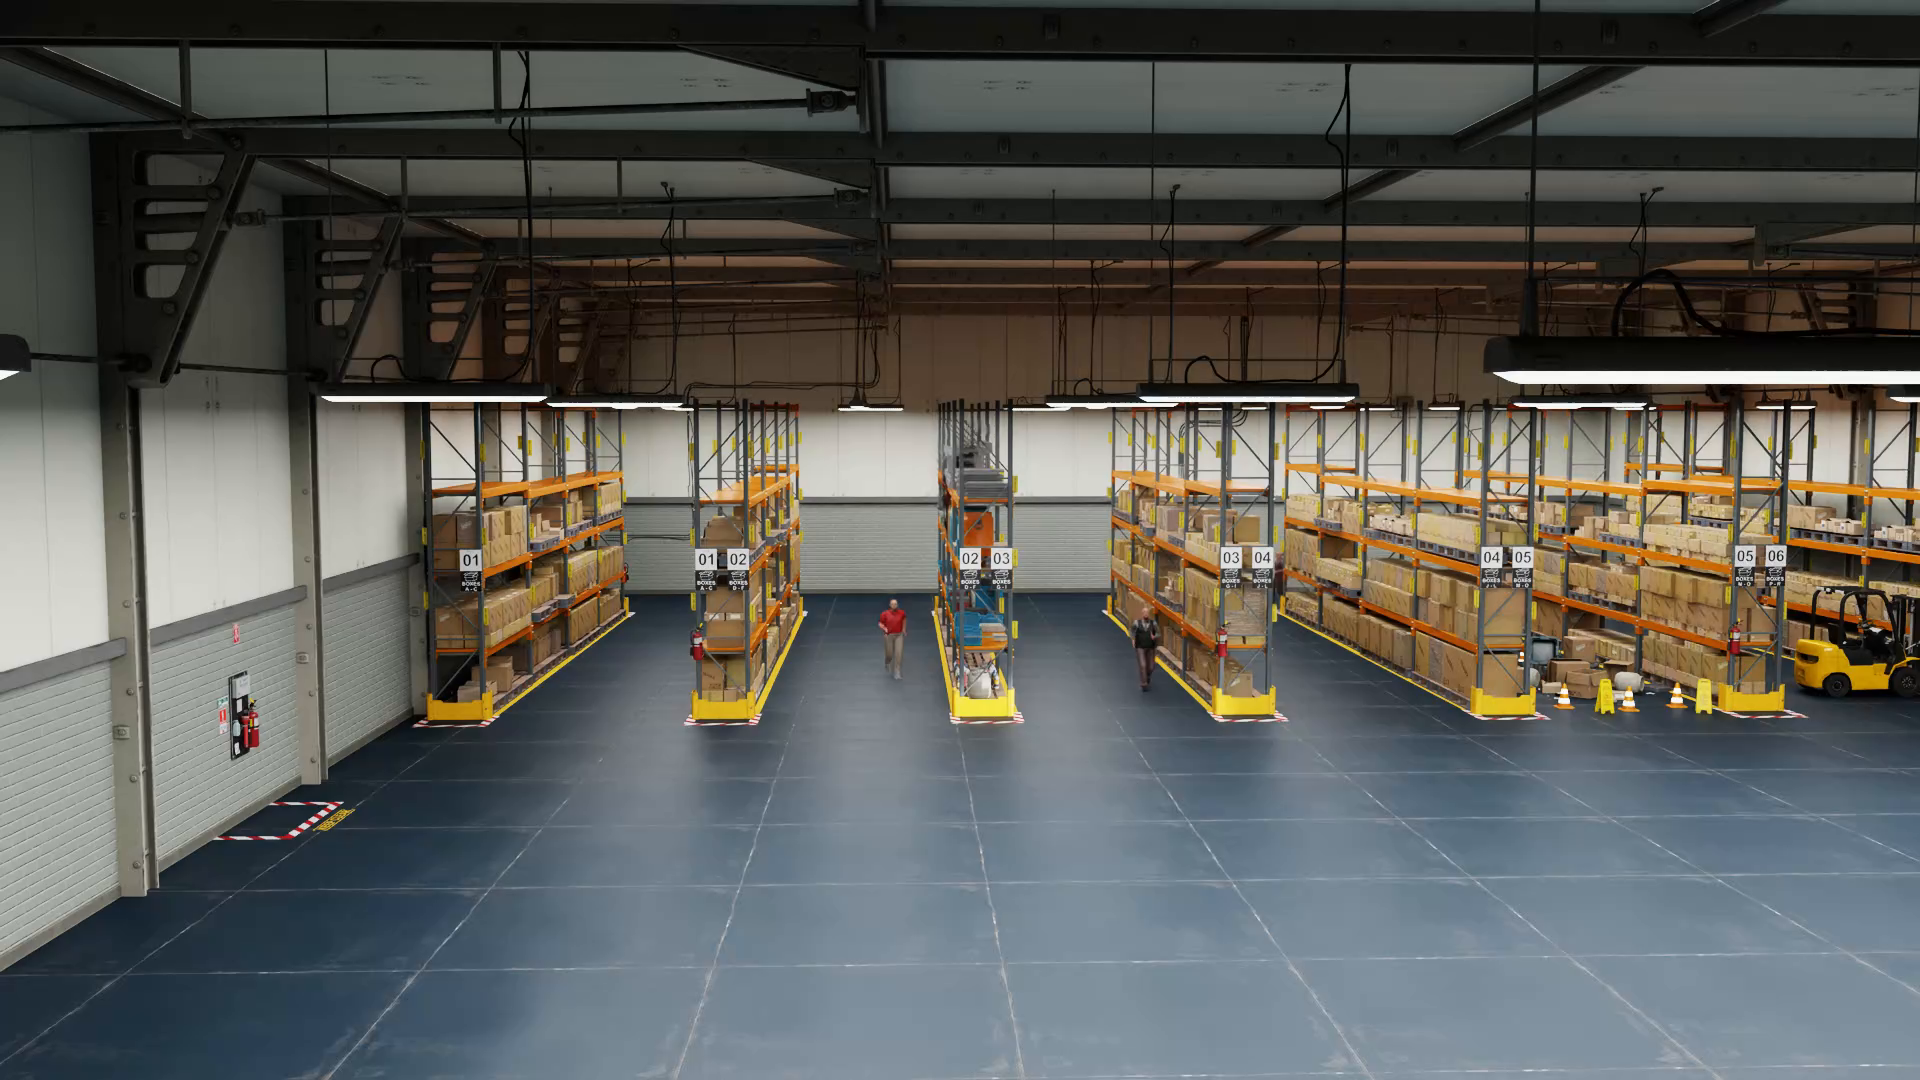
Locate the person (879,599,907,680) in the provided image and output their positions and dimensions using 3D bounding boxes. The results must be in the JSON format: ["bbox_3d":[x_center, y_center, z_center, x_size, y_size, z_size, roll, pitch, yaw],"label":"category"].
[{"bbox_3d":[-1.451,2.124,36.134,0.647,1.719,0.950,-1,4,-9],"label":"person"}]

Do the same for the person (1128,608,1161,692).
[{"bbox_3d":[3.833,2.253,34.418,0.667,1.699,0.915,0,4,-3],"label":"person"}]

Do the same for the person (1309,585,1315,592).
[{"bbox_3d":[10.446,1.225,48.976,0.536,1.565,0.555,0,4,-5],"label":"person"}]

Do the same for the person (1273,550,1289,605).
[{"bbox_3d":[9.455,1.170,48.989,0.916,1.753,0.820,-1,4,-10],"label":"person"}]
